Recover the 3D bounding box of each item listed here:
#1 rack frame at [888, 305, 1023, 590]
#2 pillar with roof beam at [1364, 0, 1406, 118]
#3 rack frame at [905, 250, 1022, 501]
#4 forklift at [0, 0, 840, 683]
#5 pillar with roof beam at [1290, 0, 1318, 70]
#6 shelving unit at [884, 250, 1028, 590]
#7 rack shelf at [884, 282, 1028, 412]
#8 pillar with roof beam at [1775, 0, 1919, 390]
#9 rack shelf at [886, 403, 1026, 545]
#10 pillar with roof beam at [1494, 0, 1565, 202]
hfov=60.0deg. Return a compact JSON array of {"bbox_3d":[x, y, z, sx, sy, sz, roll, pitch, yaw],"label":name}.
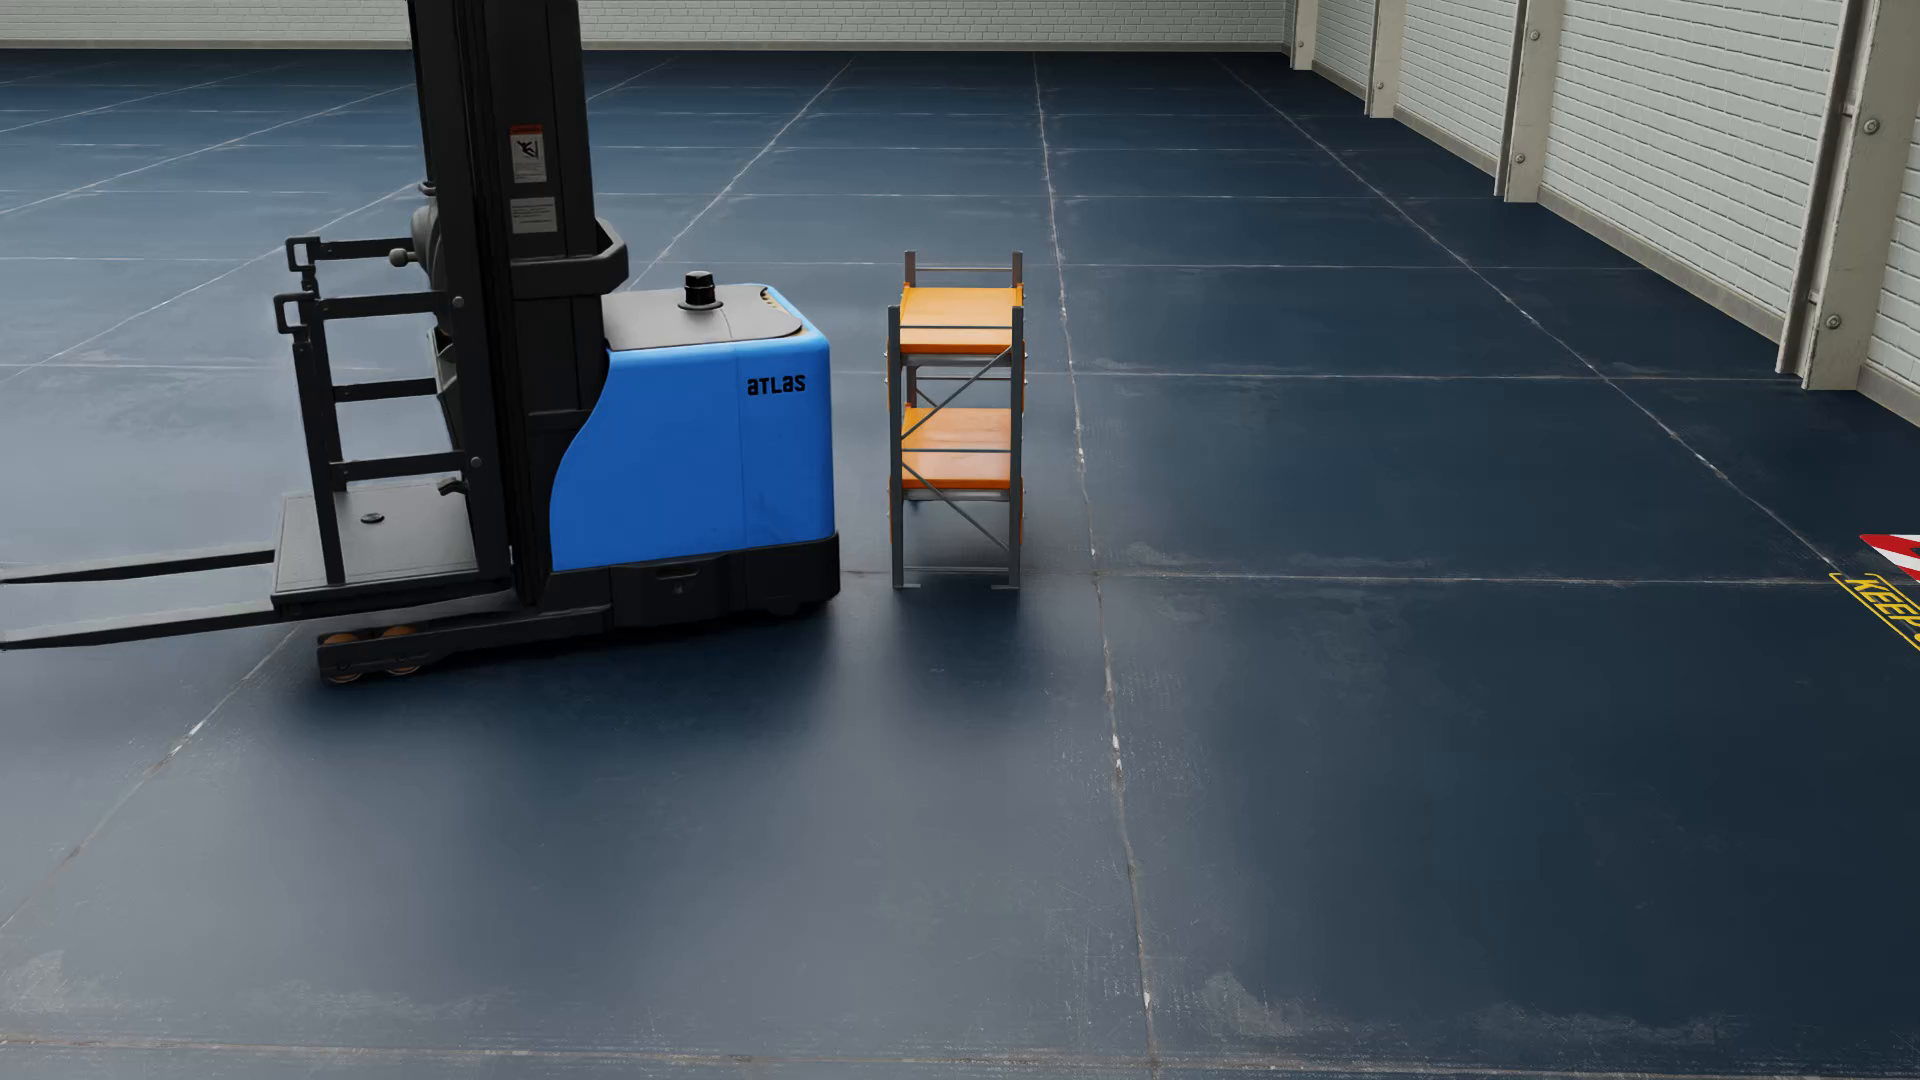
[{"bbox_3d":[-0.016,-0.338,6.345,0.500,1.125,0.032,1,21,2],"label":"rack frame"},{"bbox_3d":[0.882,-9.481,19.023,9.100,9.000,0.400,1,21,2],"label":"pillar with roof beam"},{"bbox_3d":[0.015,-0.706,7.293,0.500,1.125,0.032,1,21,2],"label":"rack frame"},{"bbox_3d":[-2.031,-1.087,5.779,3.031,2.935,1.130,-7,22,-17],"label":"forklift"},{"bbox_3d":[1.064,-11.650,24.614,9.100,9.000,0.400,1,21,2],"label":"pillar with roof beam"},{"bbox_3d":[0.000,-0.522,6.819,0.538,1.125,1.048,1,21,2],"label":"shelving unit"},{"bbox_3d":[0.000,-0.795,6.713,0.538,0.278,1.000,1,21,2],"label":"rack shelf"},{"bbox_3d":[0.517,-5.142,7.840,9.100,9.000,0.400,1,21,2],"label":"pillar with roof beam"},{"bbox_3d":[0.000,-0.294,6.908,0.538,0.278,1.000,1,21,2],"label":"rack shelf"},{"bbox_3d":[0.699,-7.311,13.432,9.100,9.000,0.400,1,21,2],"label":"pillar with roof beam"}]
